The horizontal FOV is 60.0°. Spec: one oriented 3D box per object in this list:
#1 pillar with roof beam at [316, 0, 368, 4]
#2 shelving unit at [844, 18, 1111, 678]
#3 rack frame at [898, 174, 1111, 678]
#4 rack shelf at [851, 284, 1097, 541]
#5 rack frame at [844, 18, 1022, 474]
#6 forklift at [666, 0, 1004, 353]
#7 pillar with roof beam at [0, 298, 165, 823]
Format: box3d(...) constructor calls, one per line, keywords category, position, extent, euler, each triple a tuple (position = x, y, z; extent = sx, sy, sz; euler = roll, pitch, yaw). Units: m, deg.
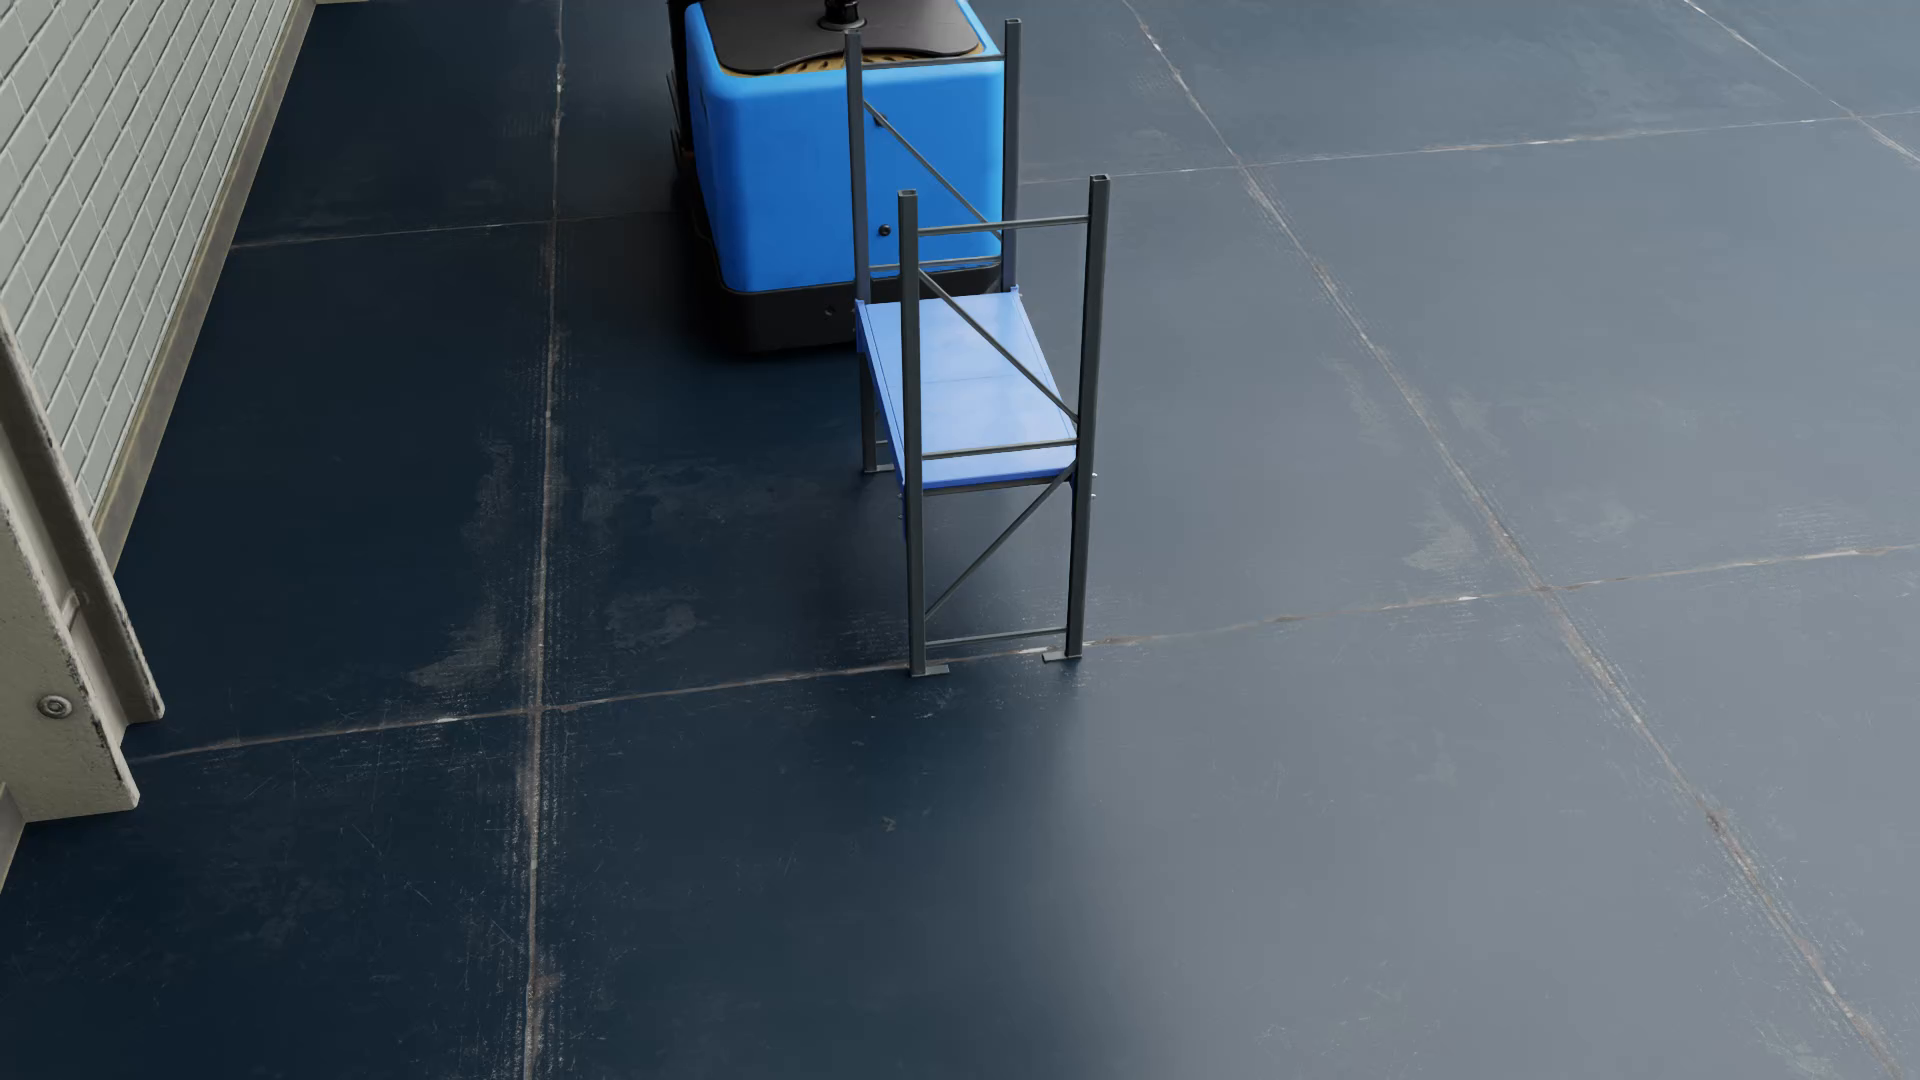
box3d(category="pillar with roof beam", position=(0.845, -7.042, 6.979), extent=(9.100, 9.000, 0.400), euler=(-6, 38, -8))
box3d(category="shelving unit", position=(0.015, -0.541, 4.724), extent=(0.538, 1.500, 1.048), euler=(-6, 38, -8))
box3d(category="rack frame", position=(0.104, -0.234, 4.328), extent=(0.500, 1.500, 0.032), euler=(-6, 38, -8))
box3d(category="rack shelf", position=(0.015, -0.399, 4.834), extent=(0.538, 0.185, 1.000), euler=(-6, 38, -8))
box3d(category="rack frame", position=(-0.074, -0.848, 5.119), extent=(0.500, 1.500, 0.032), euler=(-6, 38, -8))
box3d(category="forklift", position=(-0.661, -2.741, 6.389), extent=(1.130, 2.935, 3.031), euler=(-8, 39, -10))
box3d(category="pillar with roof beam", position=(1.897, -3.418, 2.314), extent=(9.100, 9.000, 0.400), euler=(-6, 38, -8))
